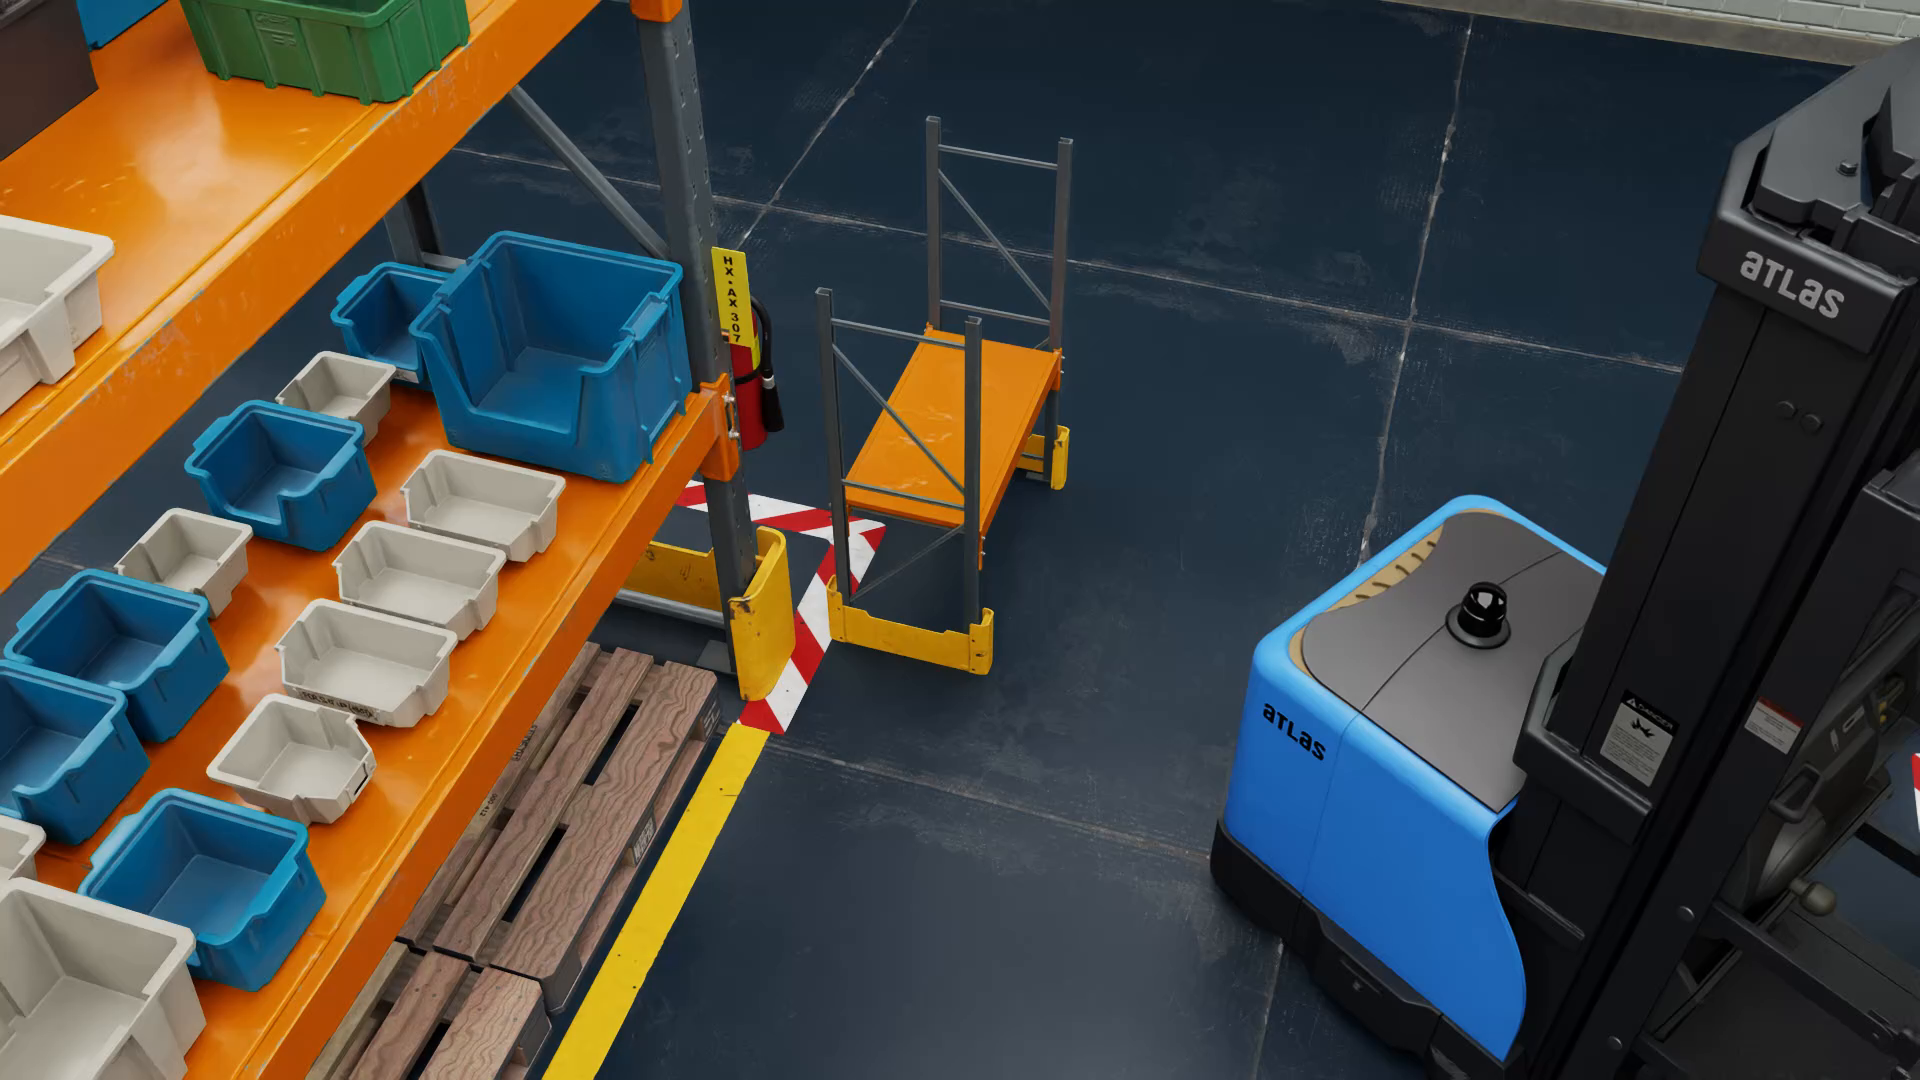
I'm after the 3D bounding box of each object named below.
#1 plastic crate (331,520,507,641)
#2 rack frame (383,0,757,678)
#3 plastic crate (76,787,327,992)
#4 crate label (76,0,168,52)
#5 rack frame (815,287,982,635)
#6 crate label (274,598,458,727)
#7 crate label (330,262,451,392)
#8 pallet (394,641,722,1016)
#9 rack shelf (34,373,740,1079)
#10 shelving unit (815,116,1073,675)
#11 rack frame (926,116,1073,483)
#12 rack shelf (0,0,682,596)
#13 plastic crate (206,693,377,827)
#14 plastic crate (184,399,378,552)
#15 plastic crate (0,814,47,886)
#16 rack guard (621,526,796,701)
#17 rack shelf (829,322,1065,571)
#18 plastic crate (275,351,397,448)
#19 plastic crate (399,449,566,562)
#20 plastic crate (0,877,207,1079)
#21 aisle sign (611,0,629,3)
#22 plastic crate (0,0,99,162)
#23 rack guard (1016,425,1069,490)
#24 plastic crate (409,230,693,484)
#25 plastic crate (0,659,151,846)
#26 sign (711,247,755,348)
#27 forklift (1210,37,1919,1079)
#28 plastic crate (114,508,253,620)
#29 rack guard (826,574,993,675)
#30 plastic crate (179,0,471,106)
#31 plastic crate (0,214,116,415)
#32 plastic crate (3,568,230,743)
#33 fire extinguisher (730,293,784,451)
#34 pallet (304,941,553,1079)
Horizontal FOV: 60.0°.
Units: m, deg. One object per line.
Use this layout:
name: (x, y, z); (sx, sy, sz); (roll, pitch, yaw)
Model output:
plastic crate: (-1.343, 0.117, 4.132); (0.396, 0.136, 0.243); (13, 46, 13)
rack frame: (-1.167, -0.728, 4.849); (1.000, 3.000, 0.127); (13, 46, 13)
plastic crate: (-1.545, 0.734, 3.432); (0.416, 0.233, 0.300); (13, 46, 13)
crate label: (-1.755, -1.200, 3.294); (0.408, 0.251, 0.502); (13, 46, 13)
rack frame: (-0.180, -0.140, 5.321); (0.500, 1.500, 0.032); (13, 46, 12)
crate label: (-1.404, 0.308, 3.937); (0.396, 0.136, 0.243); (13, 46, 13)
crate label: (-1.556, -0.595, 4.790); (0.416, 0.233, 0.303); (13, 46, 13)
pallet: (-1.454, 0.810, 5.271); (1.003, 0.211, 1.213); (13, 46, 13)
rack shelf: (-1.773, 0.862, 3.739); (1.077, 0.370, 4.000); (13, 46, 13)
shelving unit: (-0.023, -0.485, 5.673); (0.587, 1.500, 1.083); (13, 46, 12)
rack frame: (0.128, -0.818, 6.014); (0.500, 1.500, 0.032); (13, 46, 12)
rack shelf: (-1.773, -0.210, 2.689); (1.077, 0.370, 4.000); (13, 46, 13)
plastic crate: (-1.476, 0.509, 3.731); (0.298, 0.136, 0.250); (13, 46, 13)
plastic crate: (-1.755, -0.156, 4.342); (0.416, 0.233, 0.300); (13, 46, 13)
plastic crate: (-2.138, 0.787, 3.447); (0.293, 0.136, 0.466); (13, 46, 13)
rack guard: (-1.172, 0.147, 5.743); (1.175, 0.500, 0.348); (13, 46, 13)
rack shelf: (-0.026, -0.351, 5.793); (0.538, 0.185, 1.000); (13, 46, 12)
plastic crate: (-1.732, -0.364, 4.623); (0.250, 0.136, 0.298); (13, 46, 13)
plastic crate: (-1.242, -0.073, 4.326); (0.396, 0.136, 0.243); (13, 46, 13)
plastic crate: (-1.741, 0.980, 3.145); (0.437, 0.282, 0.530); (13, 46, 13)
aisle sign: (-0.866, -1.643, 3.926); (0.394, 0.787, 0.004); (13, 46, 13)
plastic crate: (-1.892, -0.818, 2.841); (0.504, 0.338, 0.767); (13, 46, 13)
rack guard: (0.128, -0.371, 6.450); (0.587, 0.250, 0.087); (13, 46, 12)
plastic crate: (-1.091, -0.499, 4.547); (0.616, 0.435, 0.499); (13, 46, 13)
plastic crate: (-2.045, 0.483, 3.689); (0.416, 0.233, 0.300); (13, 46, 13)
sign: (-0.638, -0.681, 4.684); (0.100, 0.325, 0.005); (13, 46, 13)
forklift: (2.117, 0.559, 3.583); (1.130, 2.935, 3.031); (-31, 52, -28)
plastic crate: (-1.937, 0.088, 4.161); (0.250, 0.136, 0.298); (13, 46, 13)
rack guard: (-0.174, 0.293, 5.771); (0.587, 0.250, 0.087); (13, 46, 12)
plastic crate: (-1.194, -1.006, 3.141); (0.450, 0.188, 0.336); (13, 46, 13)
plastic crate: (-1.556, -0.276, 2.431); (0.437, 0.136, 0.530); (13, 46, 13)
plastic crate: (-1.954, 0.283, 3.893); (0.416, 0.233, 0.300); (13, 46, 13)
fire extinguisher: (-0.688, -0.571, 5.011); (0.296, 0.674, 0.183); (13, 46, 13)
pallet: (-1.825, 1.621, 4.443); (1.003, 0.211, 1.213); (13, 46, 13)
